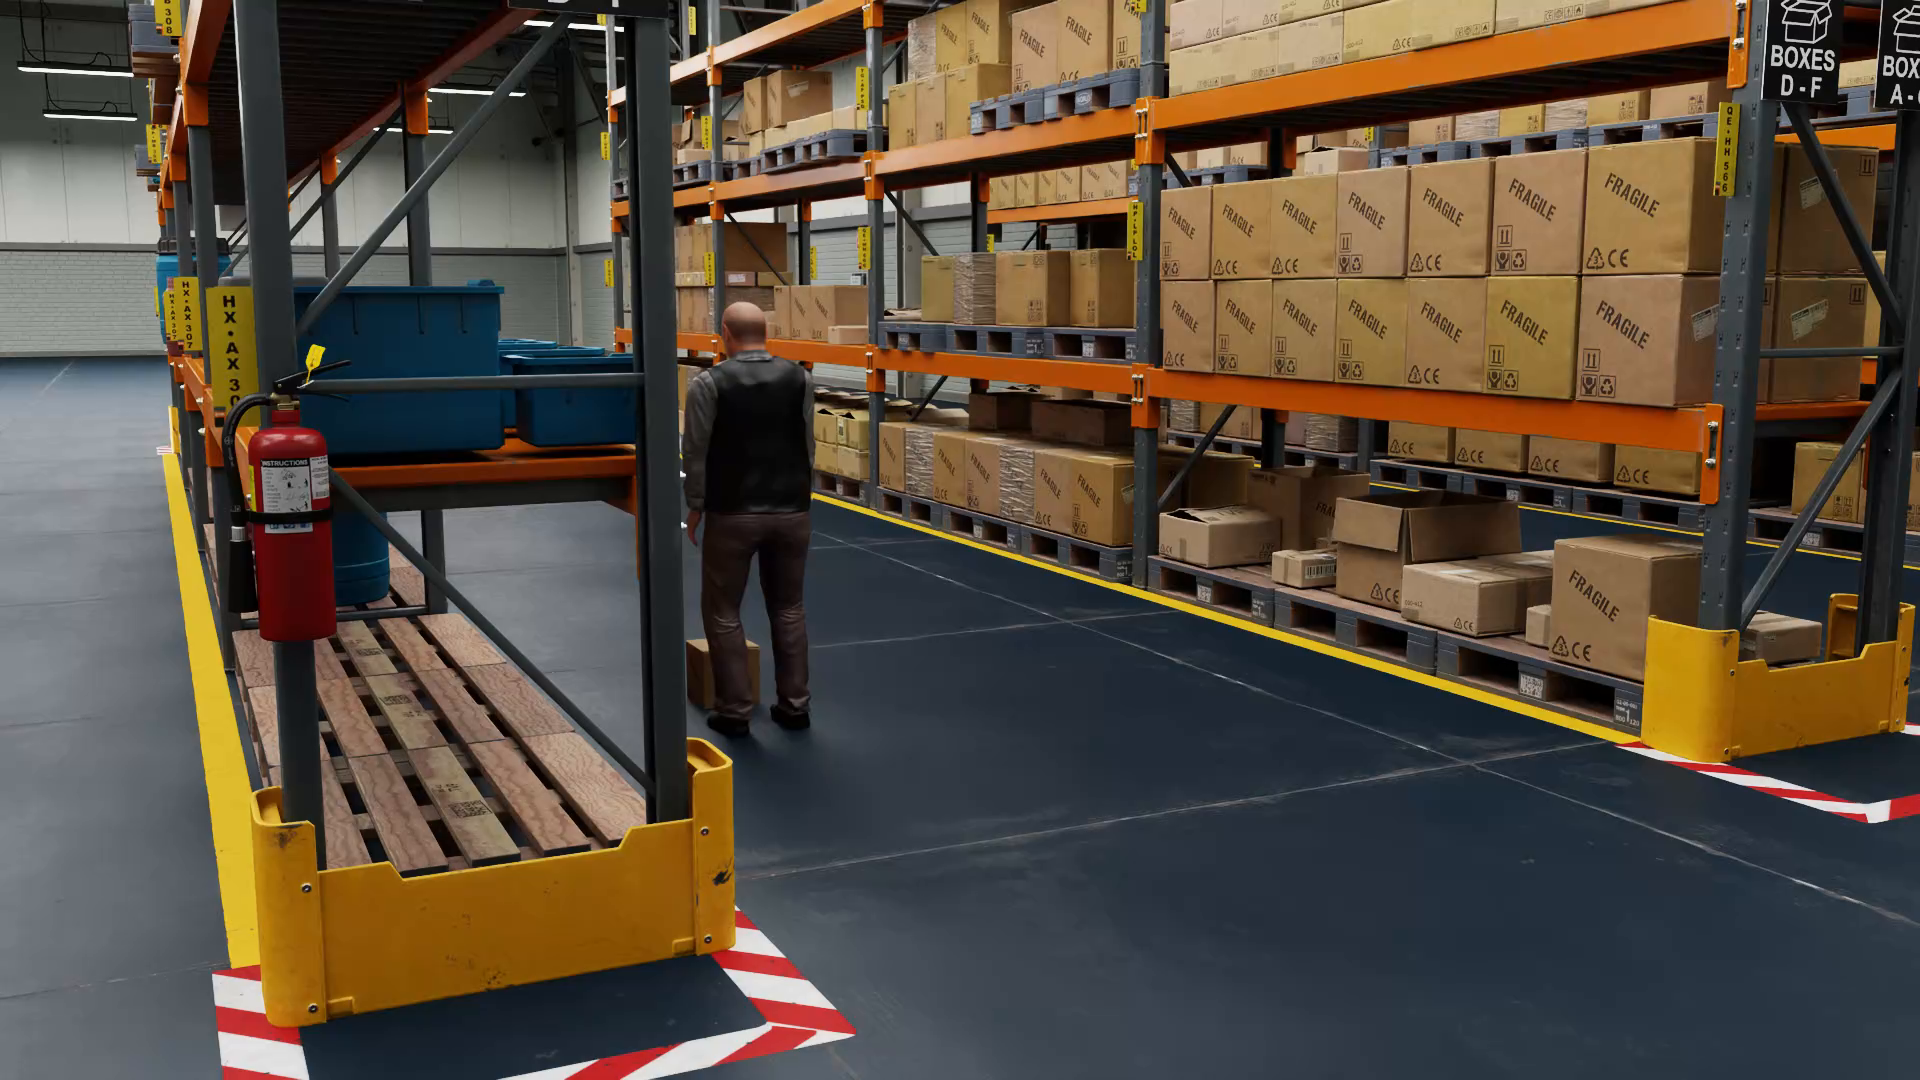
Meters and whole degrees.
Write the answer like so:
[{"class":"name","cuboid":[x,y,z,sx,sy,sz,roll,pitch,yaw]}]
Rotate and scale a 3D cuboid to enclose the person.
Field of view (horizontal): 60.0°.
[{"class":"person","cuboid":[-0.828,-0.081,6.573,0.543,1.704,0.372,-4,9,-25]}]
